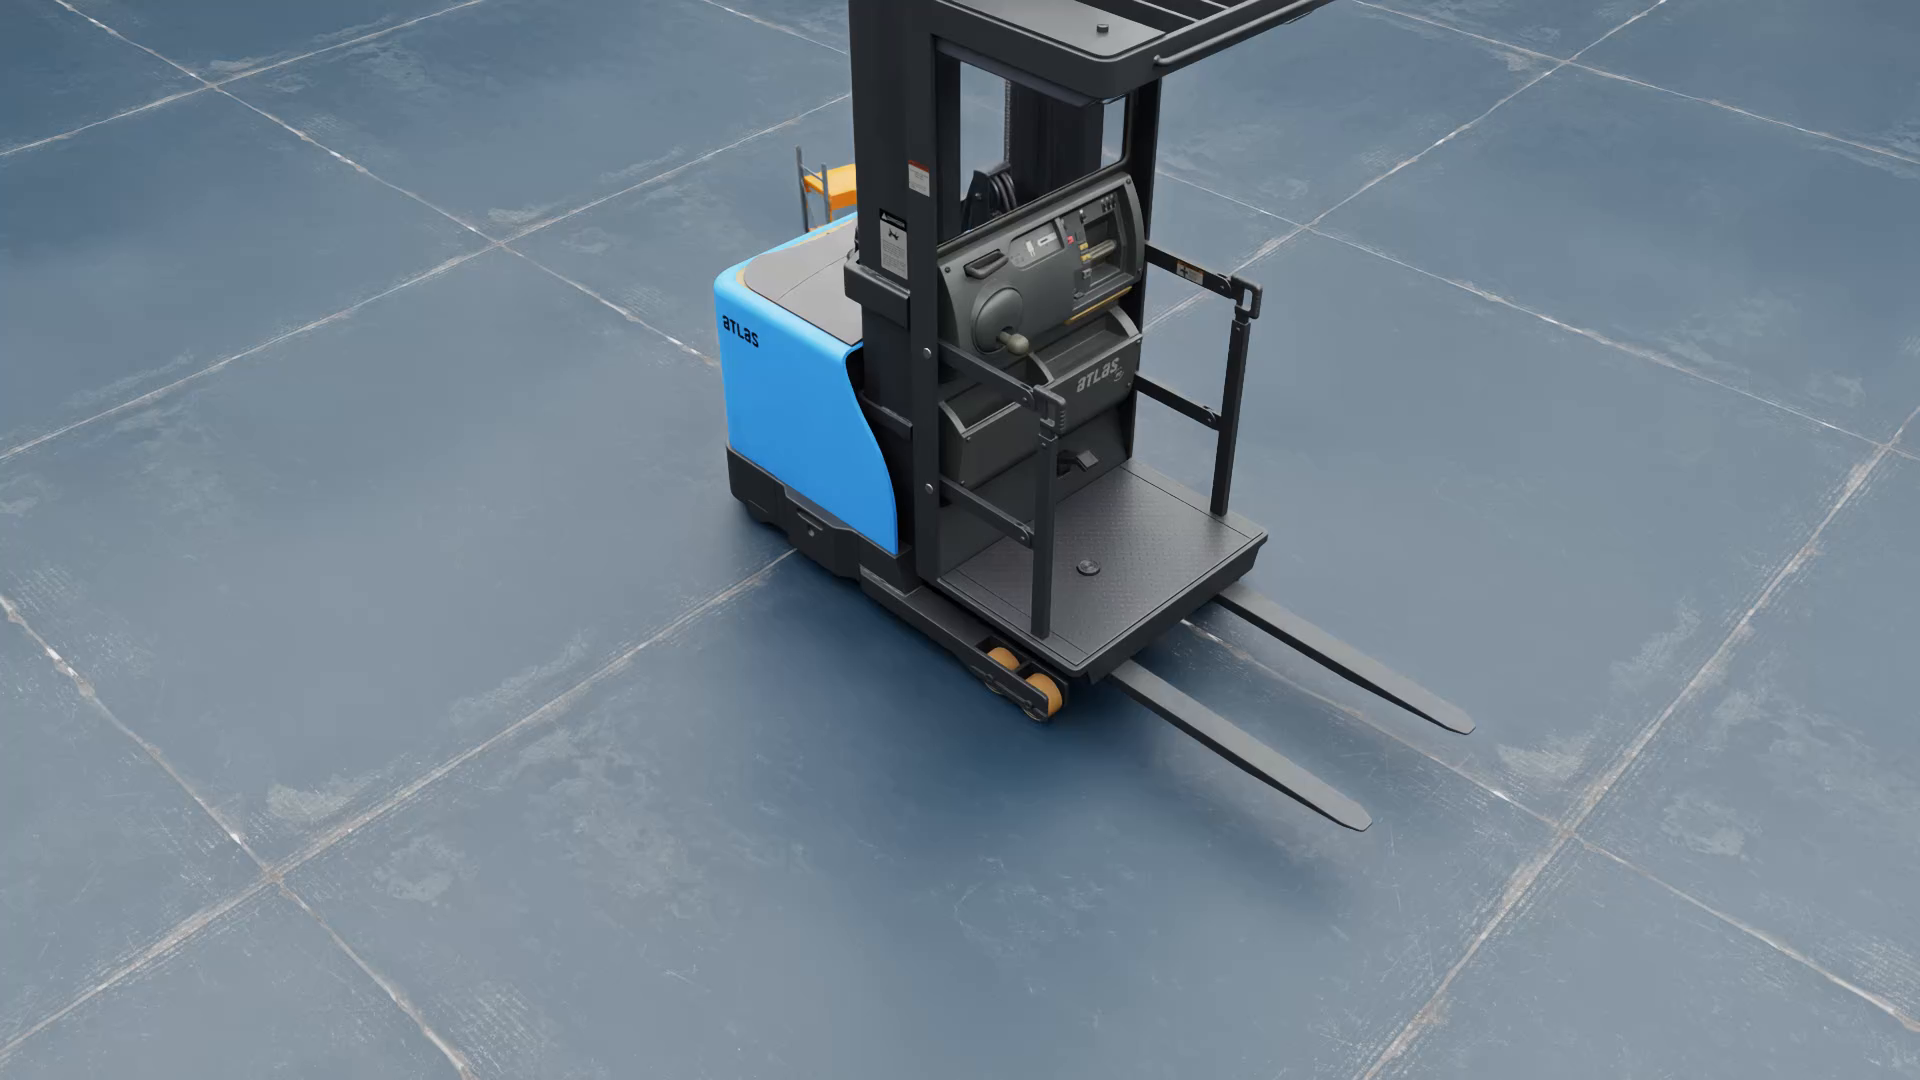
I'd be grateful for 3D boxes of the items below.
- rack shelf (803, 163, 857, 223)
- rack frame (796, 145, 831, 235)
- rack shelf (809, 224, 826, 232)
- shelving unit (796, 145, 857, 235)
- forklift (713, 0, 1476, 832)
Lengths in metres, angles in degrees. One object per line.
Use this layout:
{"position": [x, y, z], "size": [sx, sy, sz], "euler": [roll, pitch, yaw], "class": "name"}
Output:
{"position": [-0.397, -1.486, 7.012], "size": [0.480, 0.148, 0.258], "euler": [-22, 40, -25], "class": "rack shelf"}
{"position": [-0.589, -1.085, 7.137], "size": [0.015, 1.200, 0.240], "euler": [-22, 40, -25], "class": "rack frame"}
{"position": [-0.389, -1.294, 7.149], "size": [0.480, 0.148, 0.258], "euler": [-22, 40, -25], "class": "rack shelf"}
{"position": [-0.383, -1.166, 7.239], "size": [0.503, 1.200, 0.258], "euler": [-22, 40, -25], "class": "shelving unit"}
{"position": [0.441, -0.870, 5.489], "size": [1.130, 2.935, 3.031], "euler": [-32, 48, -33], "class": "forklift"}
